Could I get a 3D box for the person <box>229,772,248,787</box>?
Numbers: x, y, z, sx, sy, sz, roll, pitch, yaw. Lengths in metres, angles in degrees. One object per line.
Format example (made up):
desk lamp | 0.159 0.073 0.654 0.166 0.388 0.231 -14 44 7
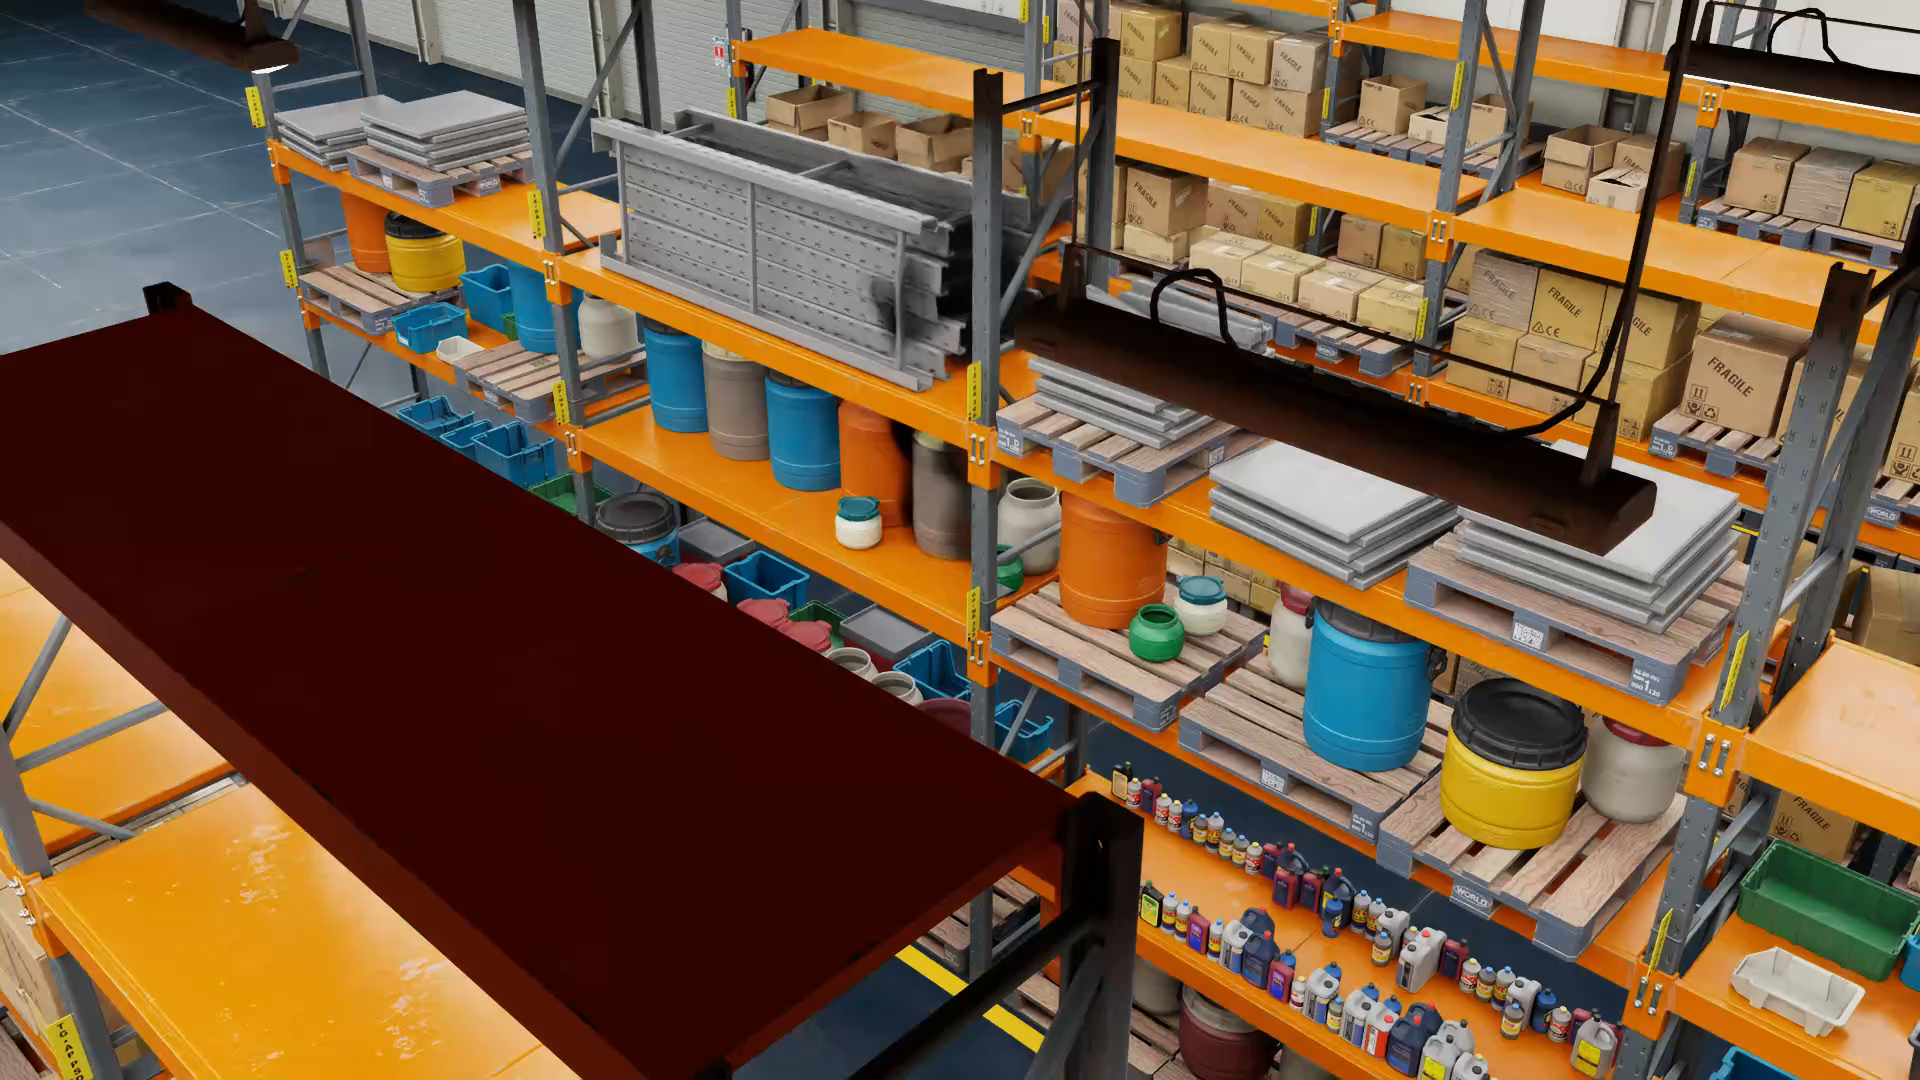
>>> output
person | -5.439 1.398 11.970 0.737 1.806 0.671 19 34 30
